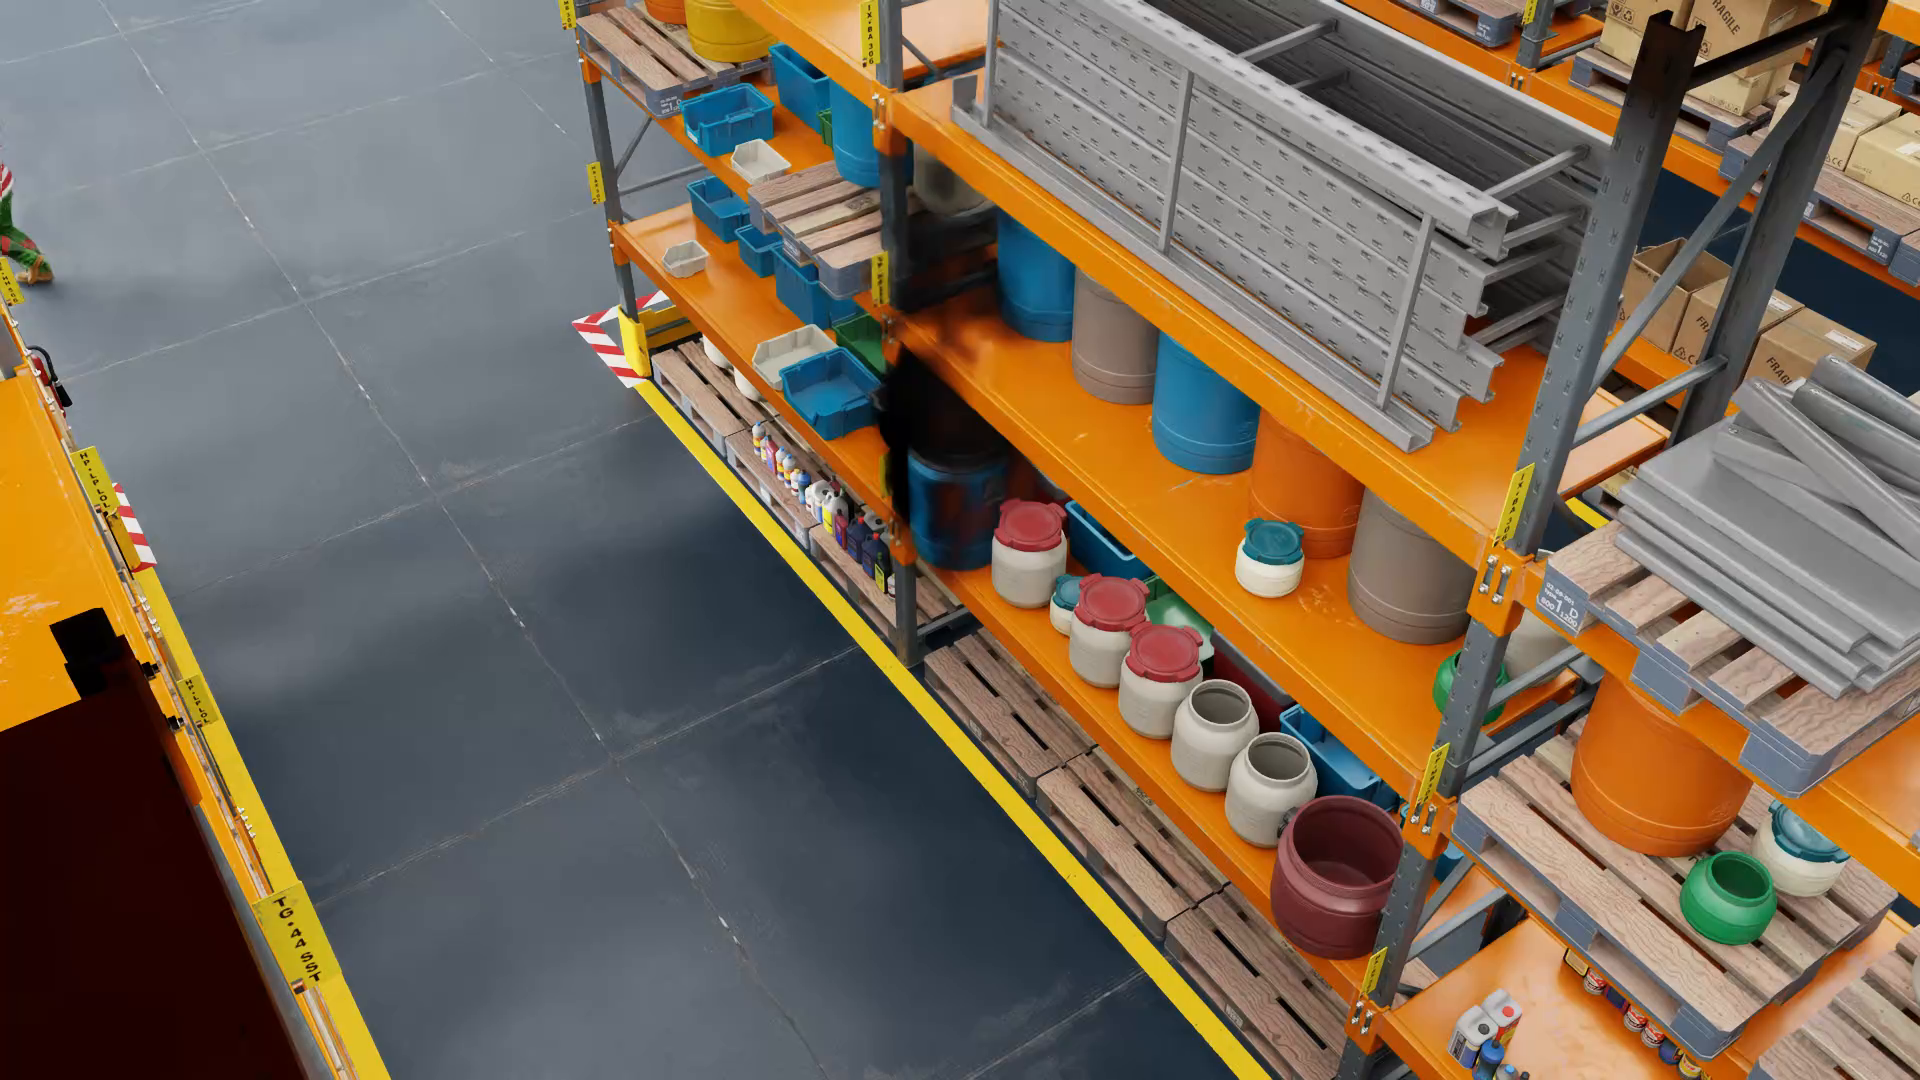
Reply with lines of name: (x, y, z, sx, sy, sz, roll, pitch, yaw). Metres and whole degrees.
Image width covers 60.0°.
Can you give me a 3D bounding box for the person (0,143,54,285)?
person: (-7.965, -2.843, 13.547, 0.580, 1.741, 0.644, -4, 43, -4)
